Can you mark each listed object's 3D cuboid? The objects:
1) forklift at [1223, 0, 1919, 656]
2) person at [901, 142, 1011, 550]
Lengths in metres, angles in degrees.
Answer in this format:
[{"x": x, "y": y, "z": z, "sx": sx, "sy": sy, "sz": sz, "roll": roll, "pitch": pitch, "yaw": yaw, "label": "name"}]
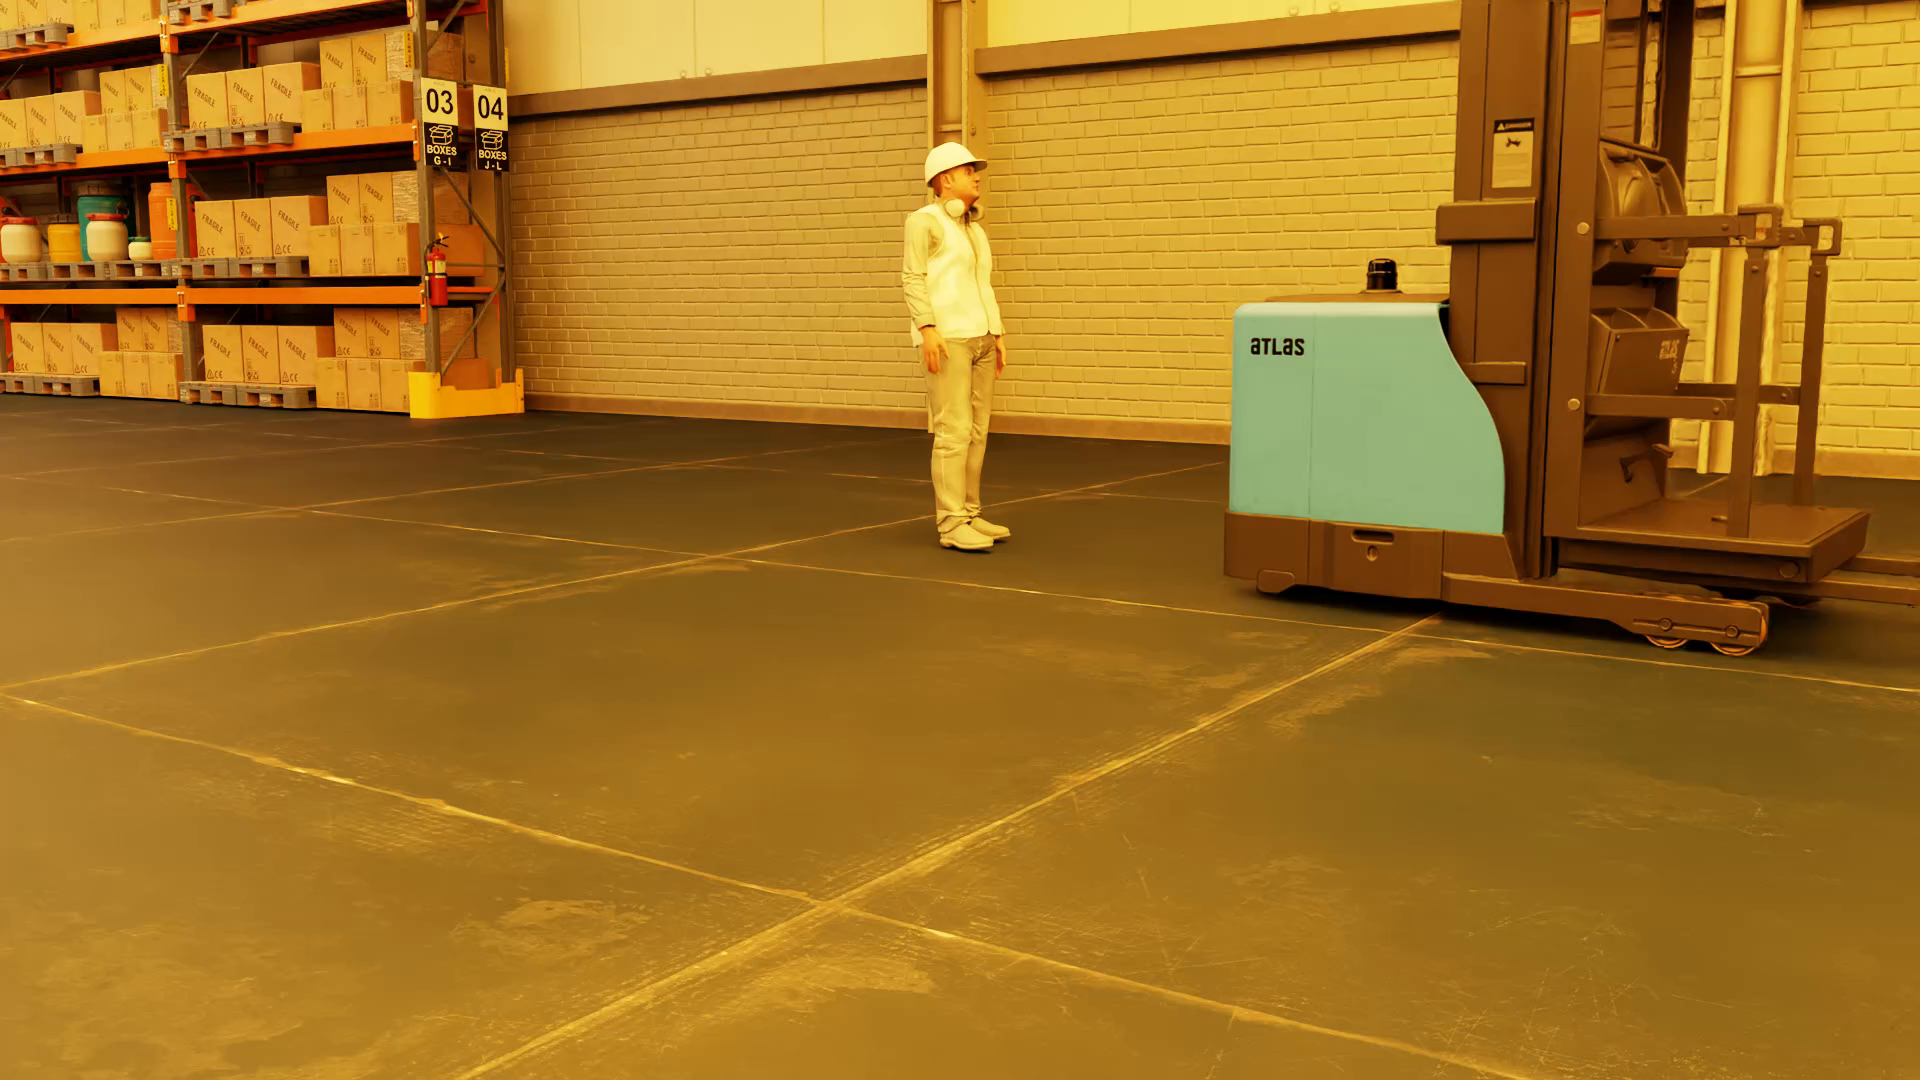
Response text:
[{"x": 2.464, "y": -1.179, "z": 5.483, "sx": 3.031, "sy": 2.935, "sz": 1.130, "roll": 6, "pitch": 10, "yaw": 36, "label": "forklift"}, {"x": 0.048, "y": -0.879, "z": 7.437, "sx": 0.566, "sy": 1.775, "sz": 0.633, "roll": 5, "pitch": 10, "yaw": 34, "label": "person"}]
